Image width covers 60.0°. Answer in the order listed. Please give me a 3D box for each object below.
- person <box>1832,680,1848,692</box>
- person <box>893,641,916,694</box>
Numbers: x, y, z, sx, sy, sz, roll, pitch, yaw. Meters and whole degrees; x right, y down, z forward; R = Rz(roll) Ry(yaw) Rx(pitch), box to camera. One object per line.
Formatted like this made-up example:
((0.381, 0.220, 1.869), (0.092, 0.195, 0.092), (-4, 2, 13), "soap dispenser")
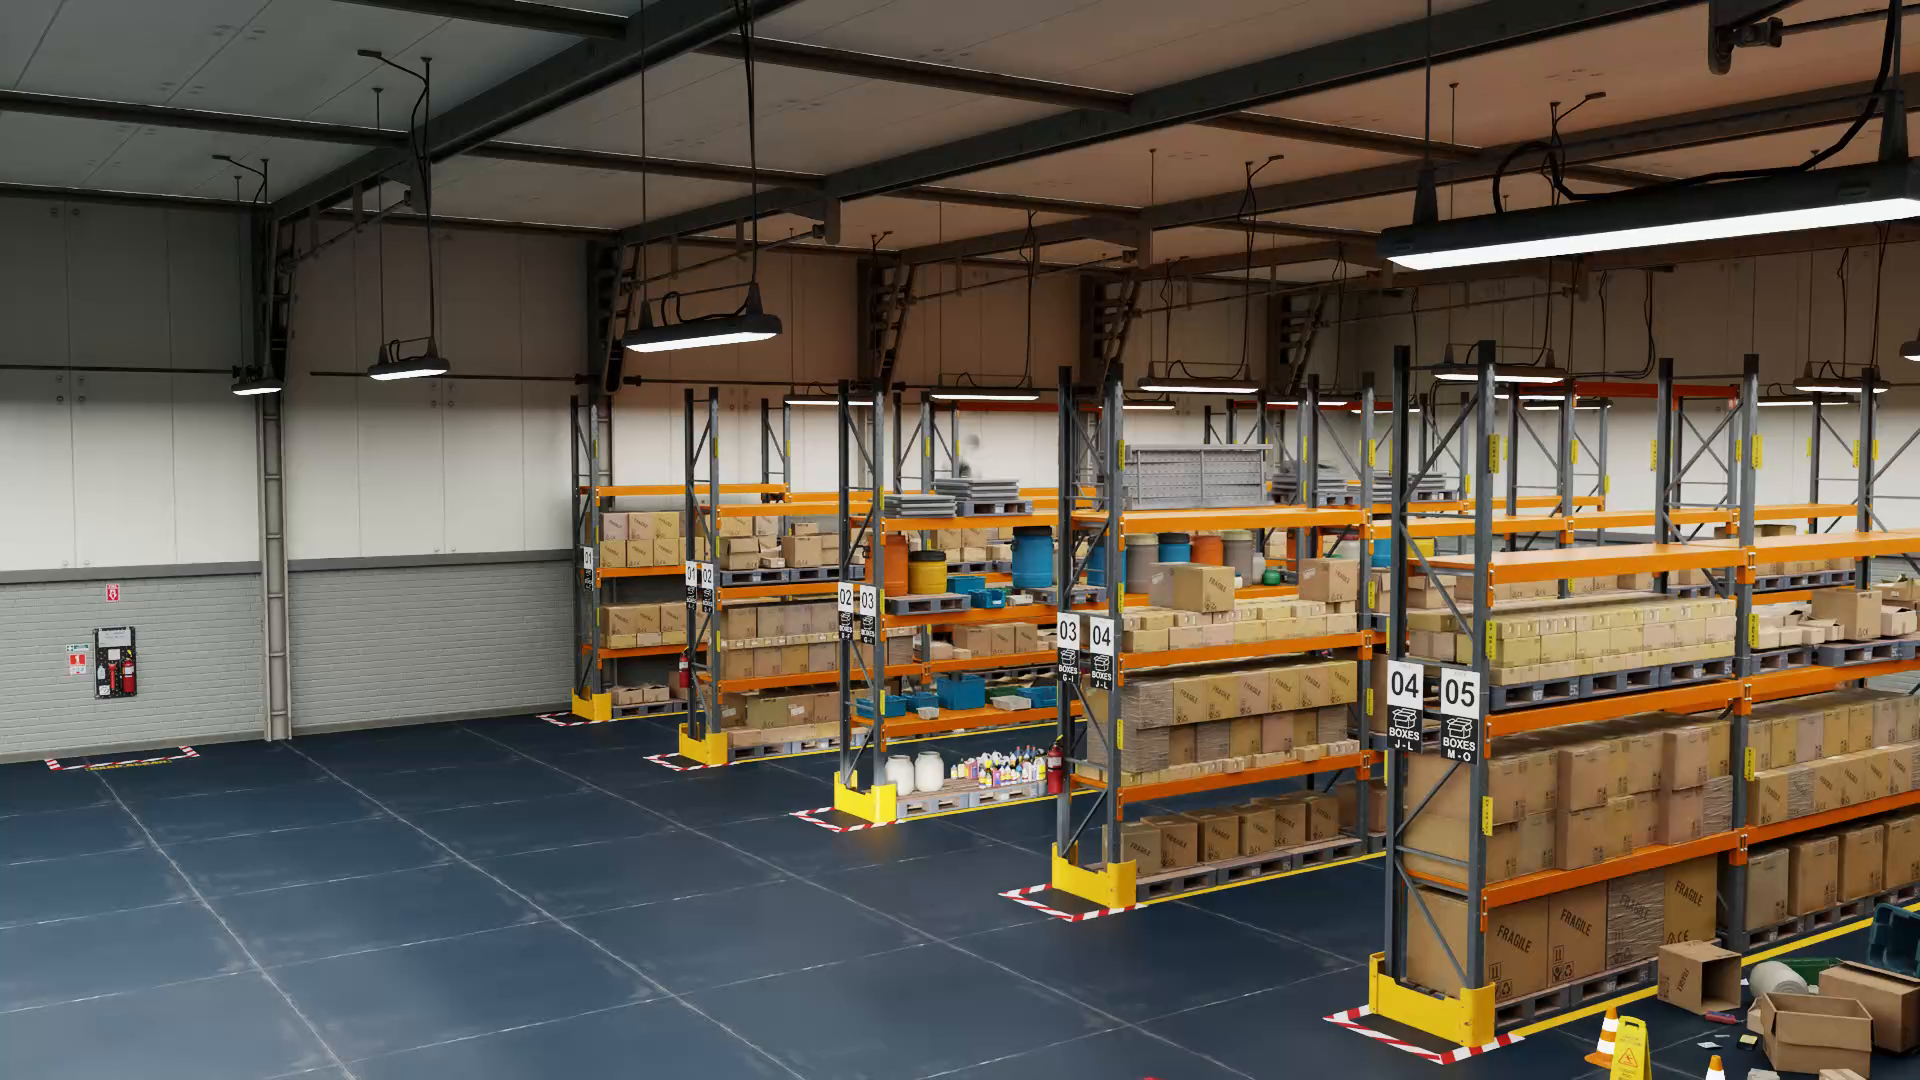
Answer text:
((13.023, 2.856, 24.549), (0.838, 1.695, 0.581), (-3, 4, -38), "person")
((-1.113, 2.414, 30.929), (0.606, 1.743, 0.652), (-2, 4, -33), "person")
